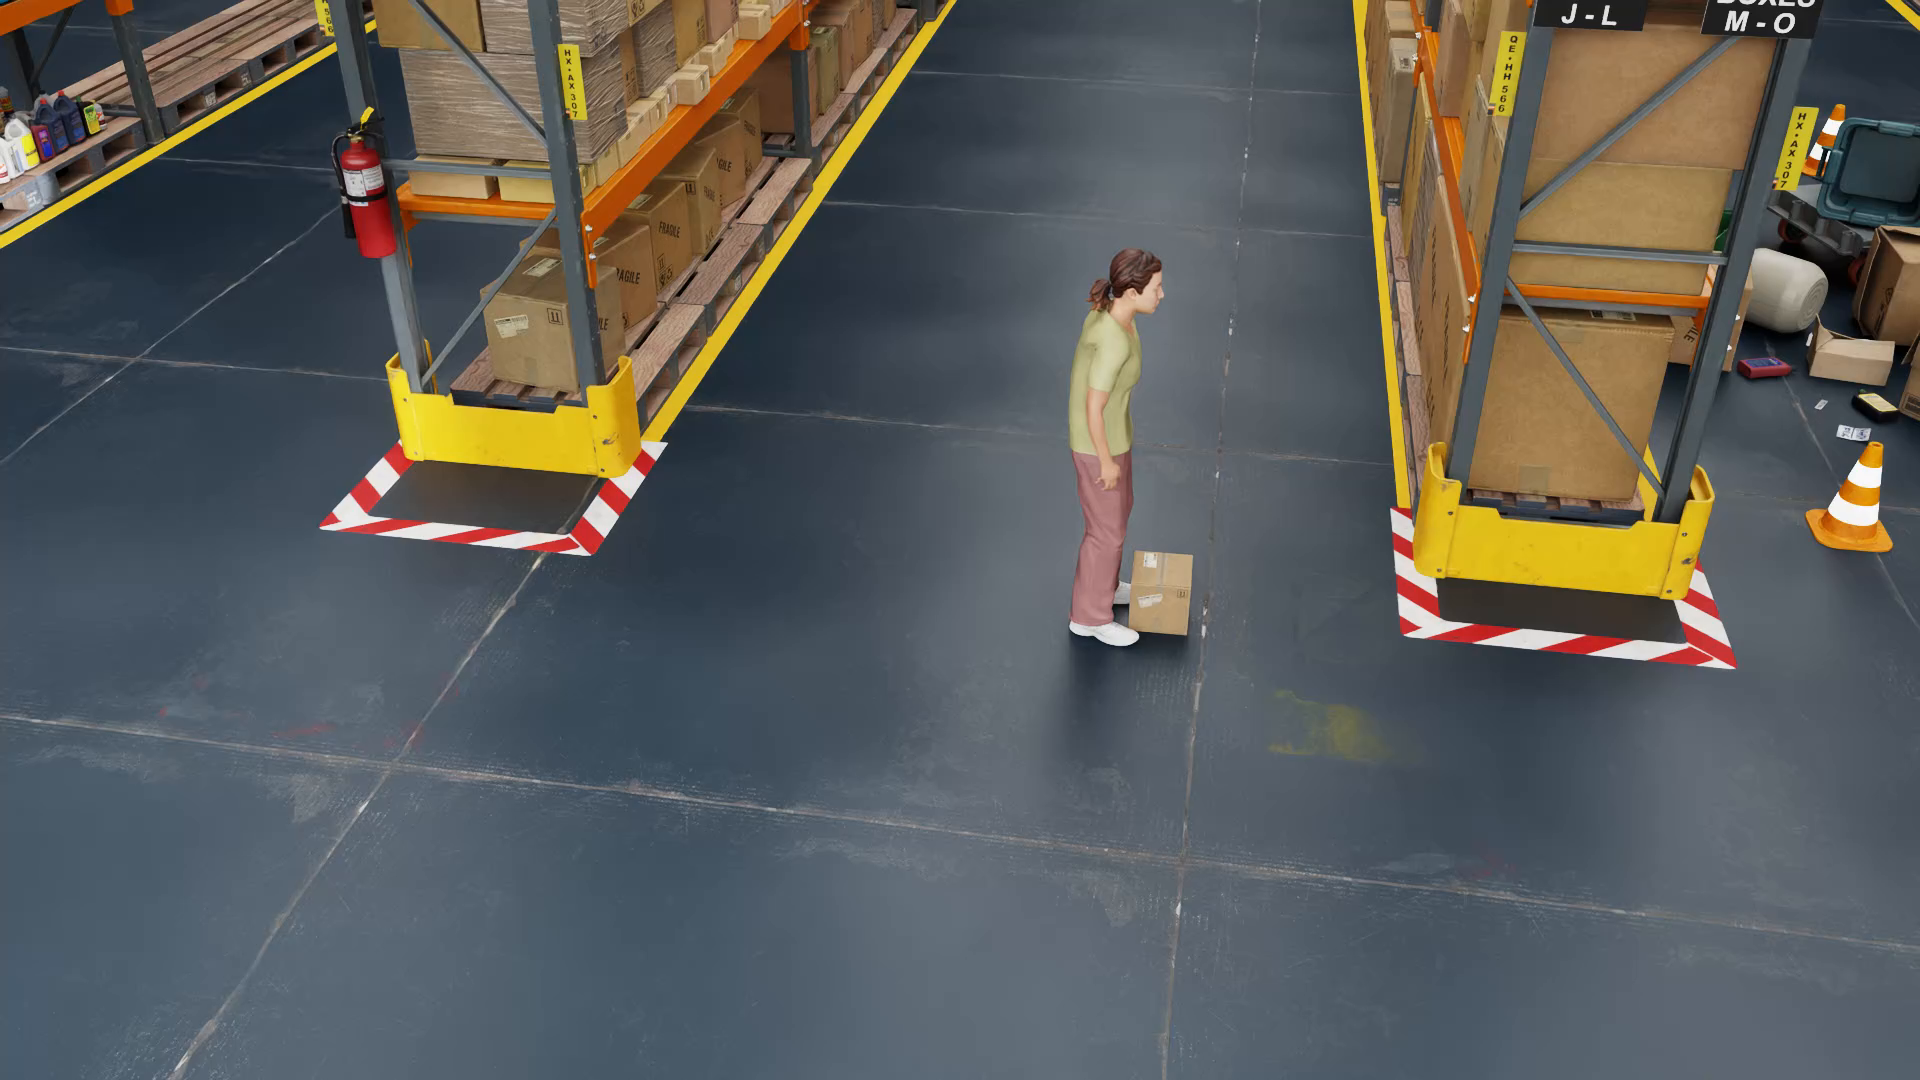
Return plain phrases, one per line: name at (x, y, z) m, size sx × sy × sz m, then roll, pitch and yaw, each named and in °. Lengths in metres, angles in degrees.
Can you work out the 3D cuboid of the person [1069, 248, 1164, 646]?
person at (0.614, -0.394, 6.758) m, size 0.353 × 1.672 × 0.504 m, roll 5°, pitch 33°, yaw 7°
